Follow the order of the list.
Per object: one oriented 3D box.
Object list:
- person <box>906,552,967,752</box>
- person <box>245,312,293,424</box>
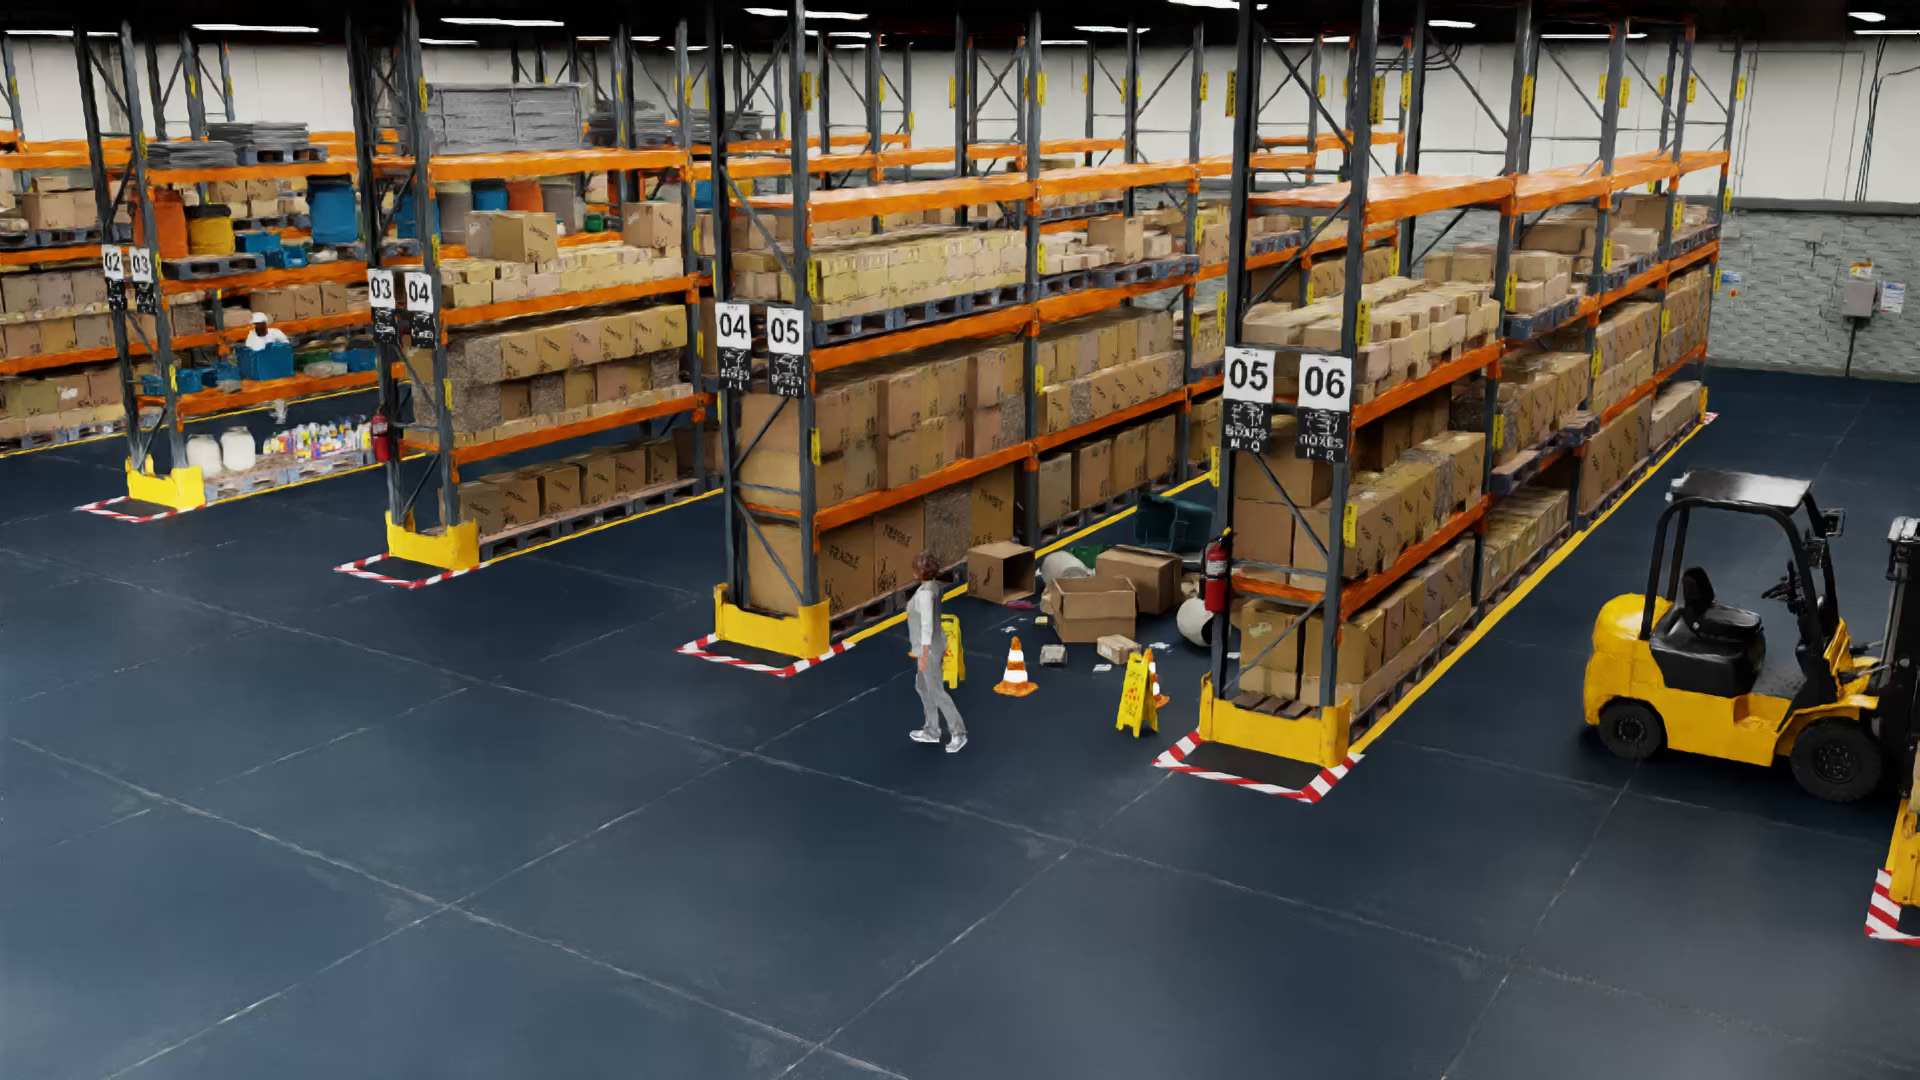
[{"bbox_3d":[-0.178,0.875,13.142,0.483,1.587,0.513,2,16,7],"label":"person"},{"bbox_3d":[-10.634,-2.681,25.672,0.699,1.706,0.840,4,16,15],"label":"person"}]
